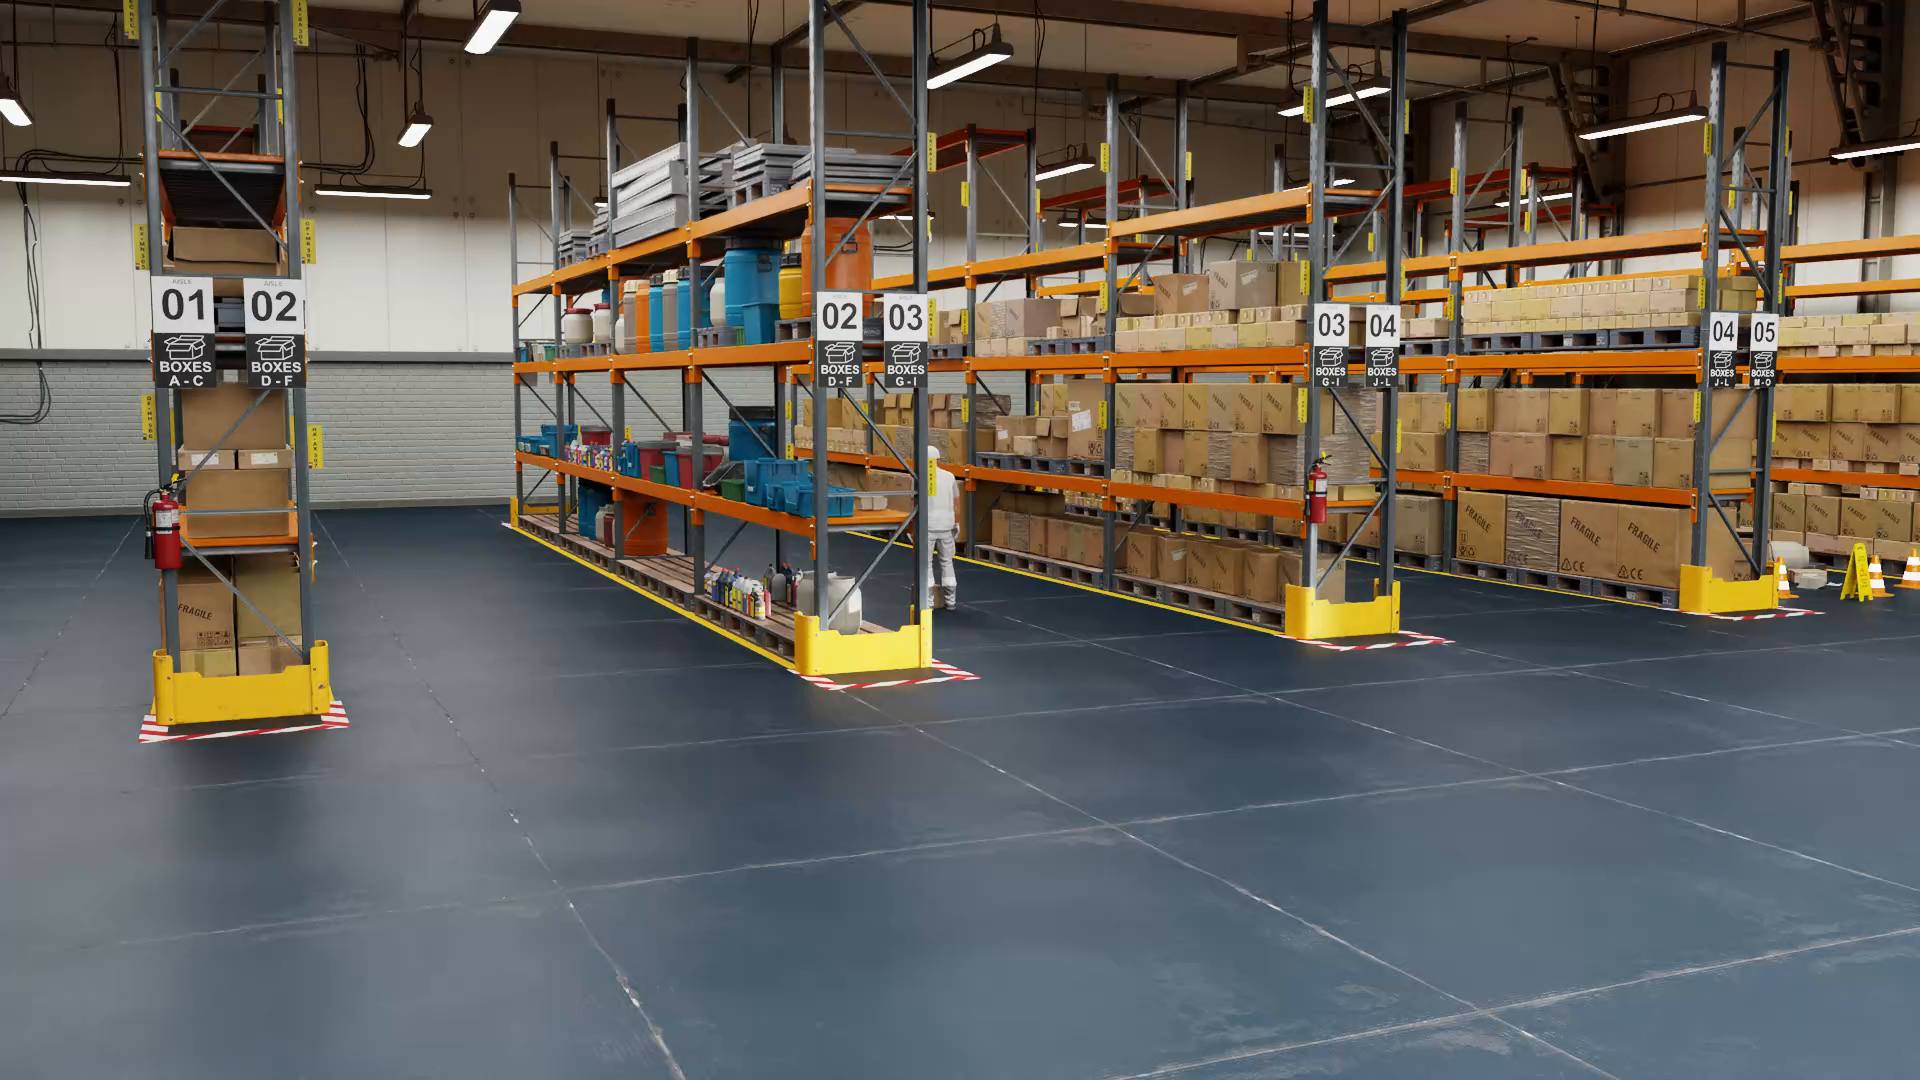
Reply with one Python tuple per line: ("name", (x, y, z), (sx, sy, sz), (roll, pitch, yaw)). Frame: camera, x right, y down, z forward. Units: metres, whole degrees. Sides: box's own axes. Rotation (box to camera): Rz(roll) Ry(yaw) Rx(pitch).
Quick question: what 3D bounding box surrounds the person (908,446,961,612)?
("person", (-0.275, -0.126, 17.965), (0.609, 1.780, 0.448), (-2, 6, -23))
